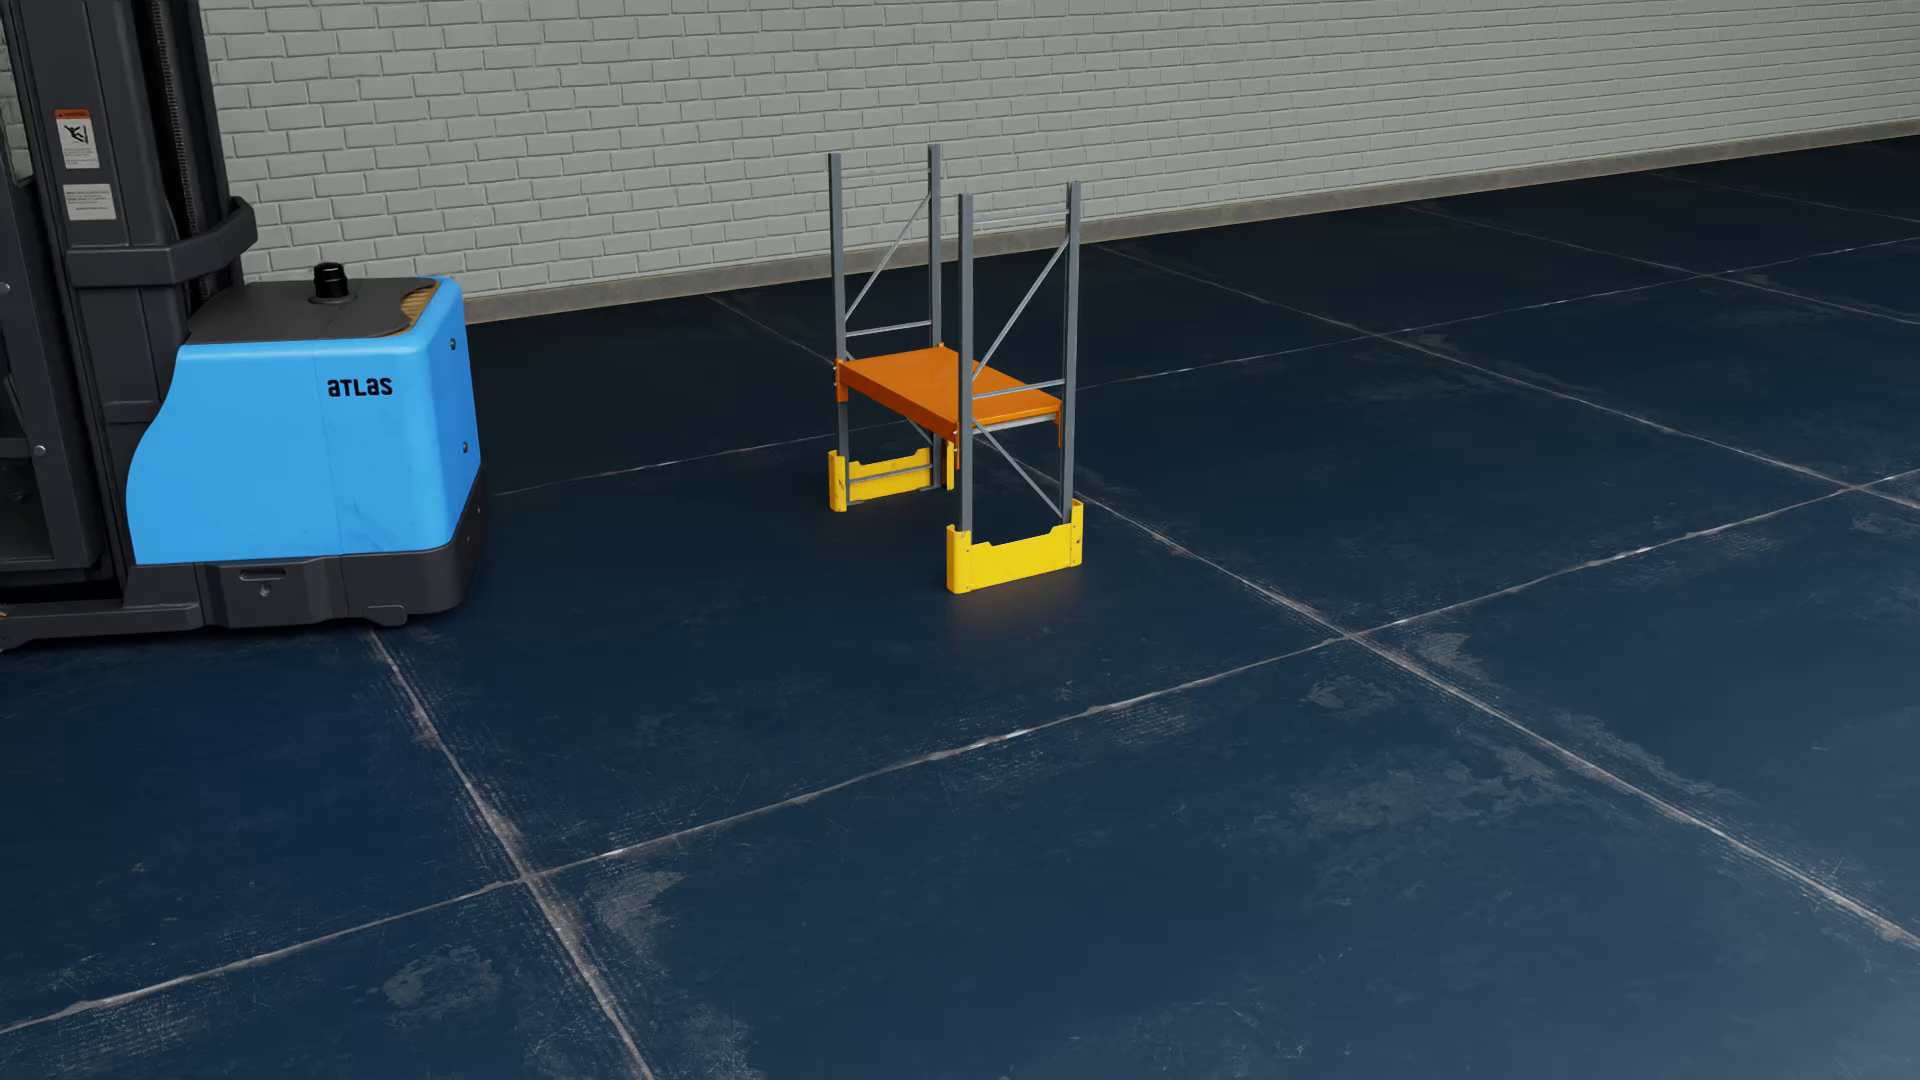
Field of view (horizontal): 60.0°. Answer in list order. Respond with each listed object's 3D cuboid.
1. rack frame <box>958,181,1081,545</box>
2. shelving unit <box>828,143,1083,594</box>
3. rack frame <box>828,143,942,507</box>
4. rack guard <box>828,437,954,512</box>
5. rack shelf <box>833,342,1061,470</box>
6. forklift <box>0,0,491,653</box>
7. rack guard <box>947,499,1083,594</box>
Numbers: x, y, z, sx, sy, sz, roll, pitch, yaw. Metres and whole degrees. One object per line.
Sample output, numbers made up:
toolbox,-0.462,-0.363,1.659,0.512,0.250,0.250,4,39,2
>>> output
rack frame,0.216,-0.558,6.192,0.500,1.500,0.032,-13,25,-28
shelving unit,-0.039,-0.719,6.590,0.587,1.500,1.083,-13,25,-28
rack frame,-0.303,-0.887,7.002,0.500,1.500,0.032,-13,25,-28
rack guard,-0.293,-0.302,7.222,0.587,0.250,0.087,-13,25,-28
rack shelf,-0.044,-0.556,6.665,0.538,0.185,1.000,-13,25,-28
forklift,-3.377,-1.150,5.749,3.031,2.935,1.130,-3,22,-7
rack guard,0.215,0.021,6.428,0.587,0.250,0.087,-13,25,-28
